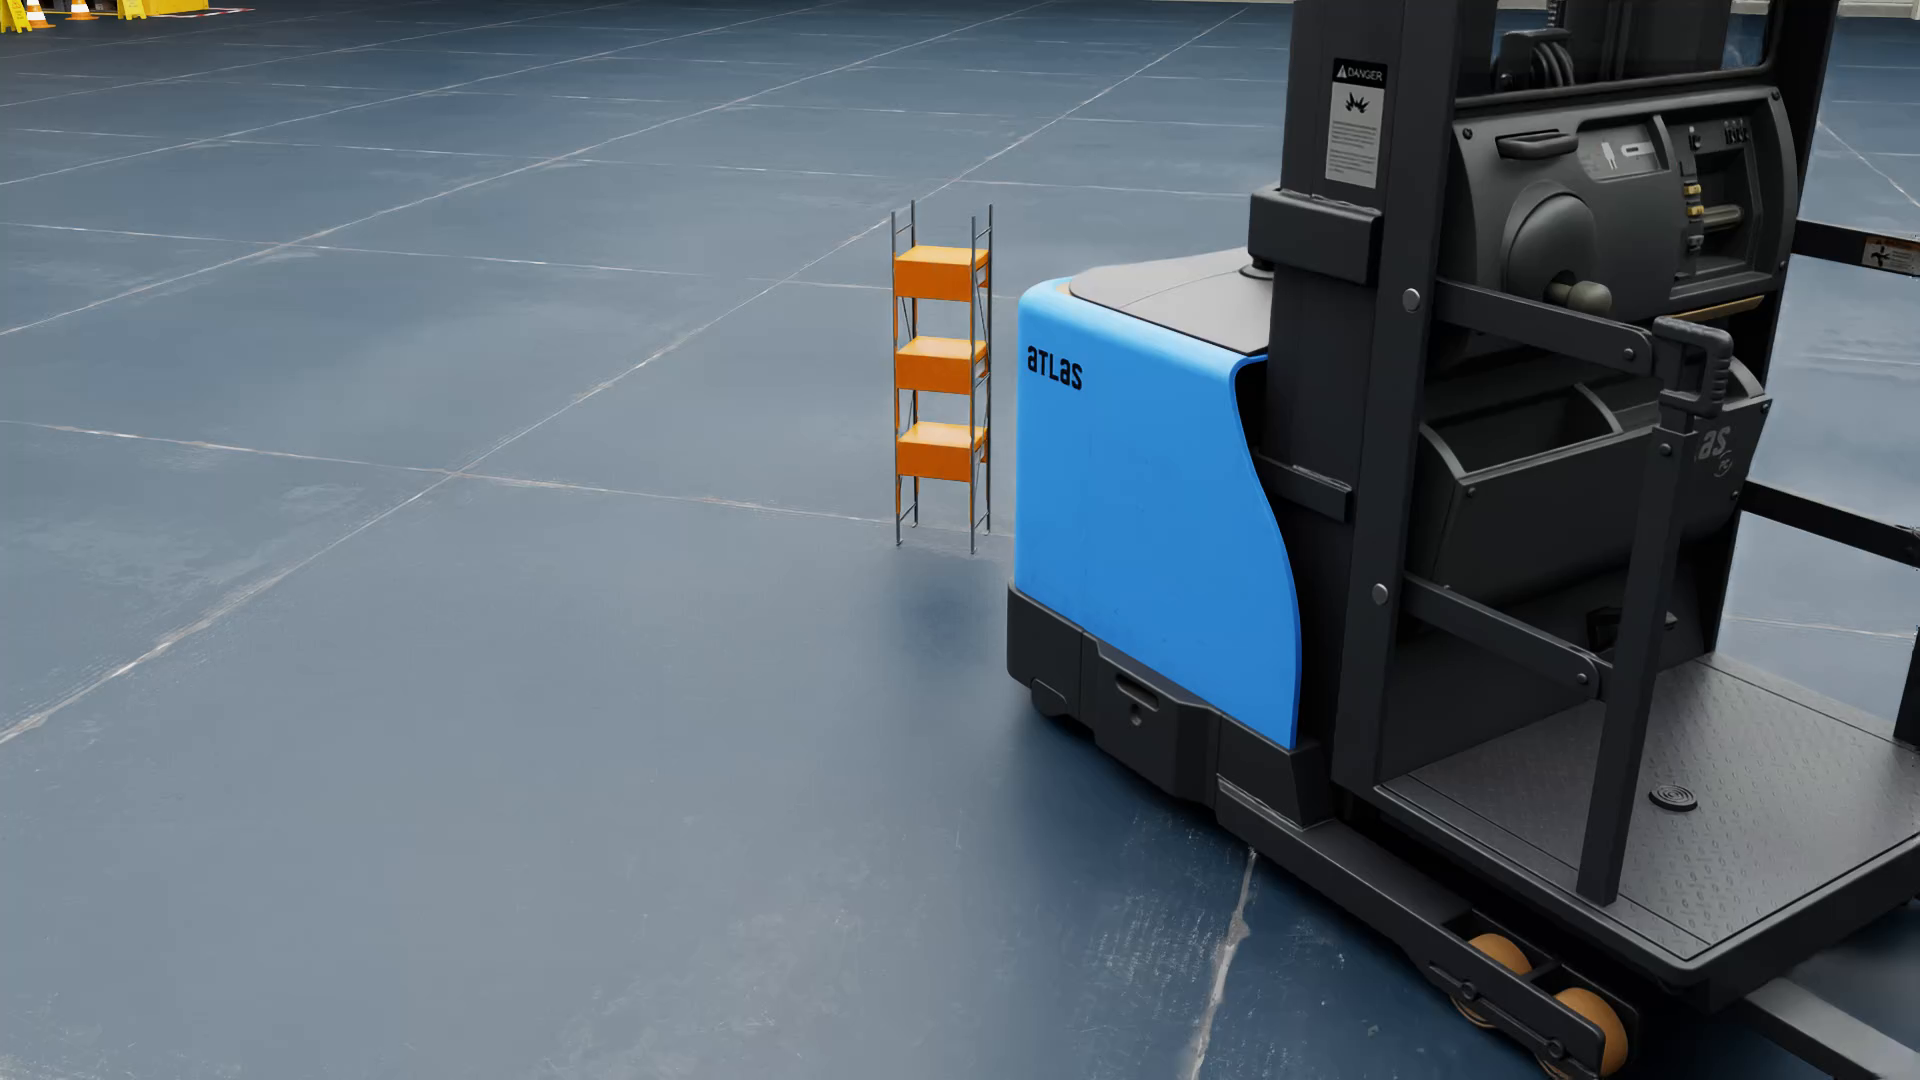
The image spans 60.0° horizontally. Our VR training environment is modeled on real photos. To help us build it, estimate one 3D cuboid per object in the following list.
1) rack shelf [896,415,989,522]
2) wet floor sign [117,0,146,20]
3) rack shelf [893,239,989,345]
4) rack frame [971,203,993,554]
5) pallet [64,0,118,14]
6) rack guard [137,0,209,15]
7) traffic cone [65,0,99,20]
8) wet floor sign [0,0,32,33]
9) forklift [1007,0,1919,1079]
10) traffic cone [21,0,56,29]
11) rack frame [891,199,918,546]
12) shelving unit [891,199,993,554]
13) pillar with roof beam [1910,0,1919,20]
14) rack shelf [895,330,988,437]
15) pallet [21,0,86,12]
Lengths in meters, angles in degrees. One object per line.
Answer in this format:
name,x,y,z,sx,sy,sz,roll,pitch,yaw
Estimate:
rack shelf,-0.051,-0.225,5.195,0.240,0.259,0.215,7,23,15
wet floor sign,-11.126,-7.304,22.227,0.232,0.644,0.267,16,27,34
rack shelf,-0.051,-0.744,4.981,0.240,0.259,0.215,7,23,15
rack frame,0.066,-0.478,5.052,0.008,1.050,0.200,7,23,15
pallet,-11.839,-7.623,23.577,1.213,0.211,1.003,7,23,16
rack guard,-11.071,-7.655,23.274,0.348,0.500,1.175,7,23,16
traffic cone,-11.783,-7.208,22.233,0.334,0.463,0.336,7,23,16
wet floor sign,-11.732,-6.621,20.560,0.232,0.644,0.267,3,22,6
forklift,1.350,-0.600,2.872,1.130,2.935,3.031,-14,26,-31
traffic cone,-11.778,-6.767,21.159,0.334,0.463,0.336,7,23,16
rack frame,-0.168,-0.505,5.118,0.008,1.050,0.200,7,23,15
shelving unit,-0.051,-0.492,5.085,0.252,1.050,0.215,7,23,15
pillar with roof beam,11.759,-9.591,16.795,0.400,9.000,9.100,7,23,16
rack shelf,-0.051,-0.482,5.089,0.240,0.259,0.215,7,23,15
pallet,-13.003,-7.758,23.905,1.213,0.211,1.003,7,23,16
